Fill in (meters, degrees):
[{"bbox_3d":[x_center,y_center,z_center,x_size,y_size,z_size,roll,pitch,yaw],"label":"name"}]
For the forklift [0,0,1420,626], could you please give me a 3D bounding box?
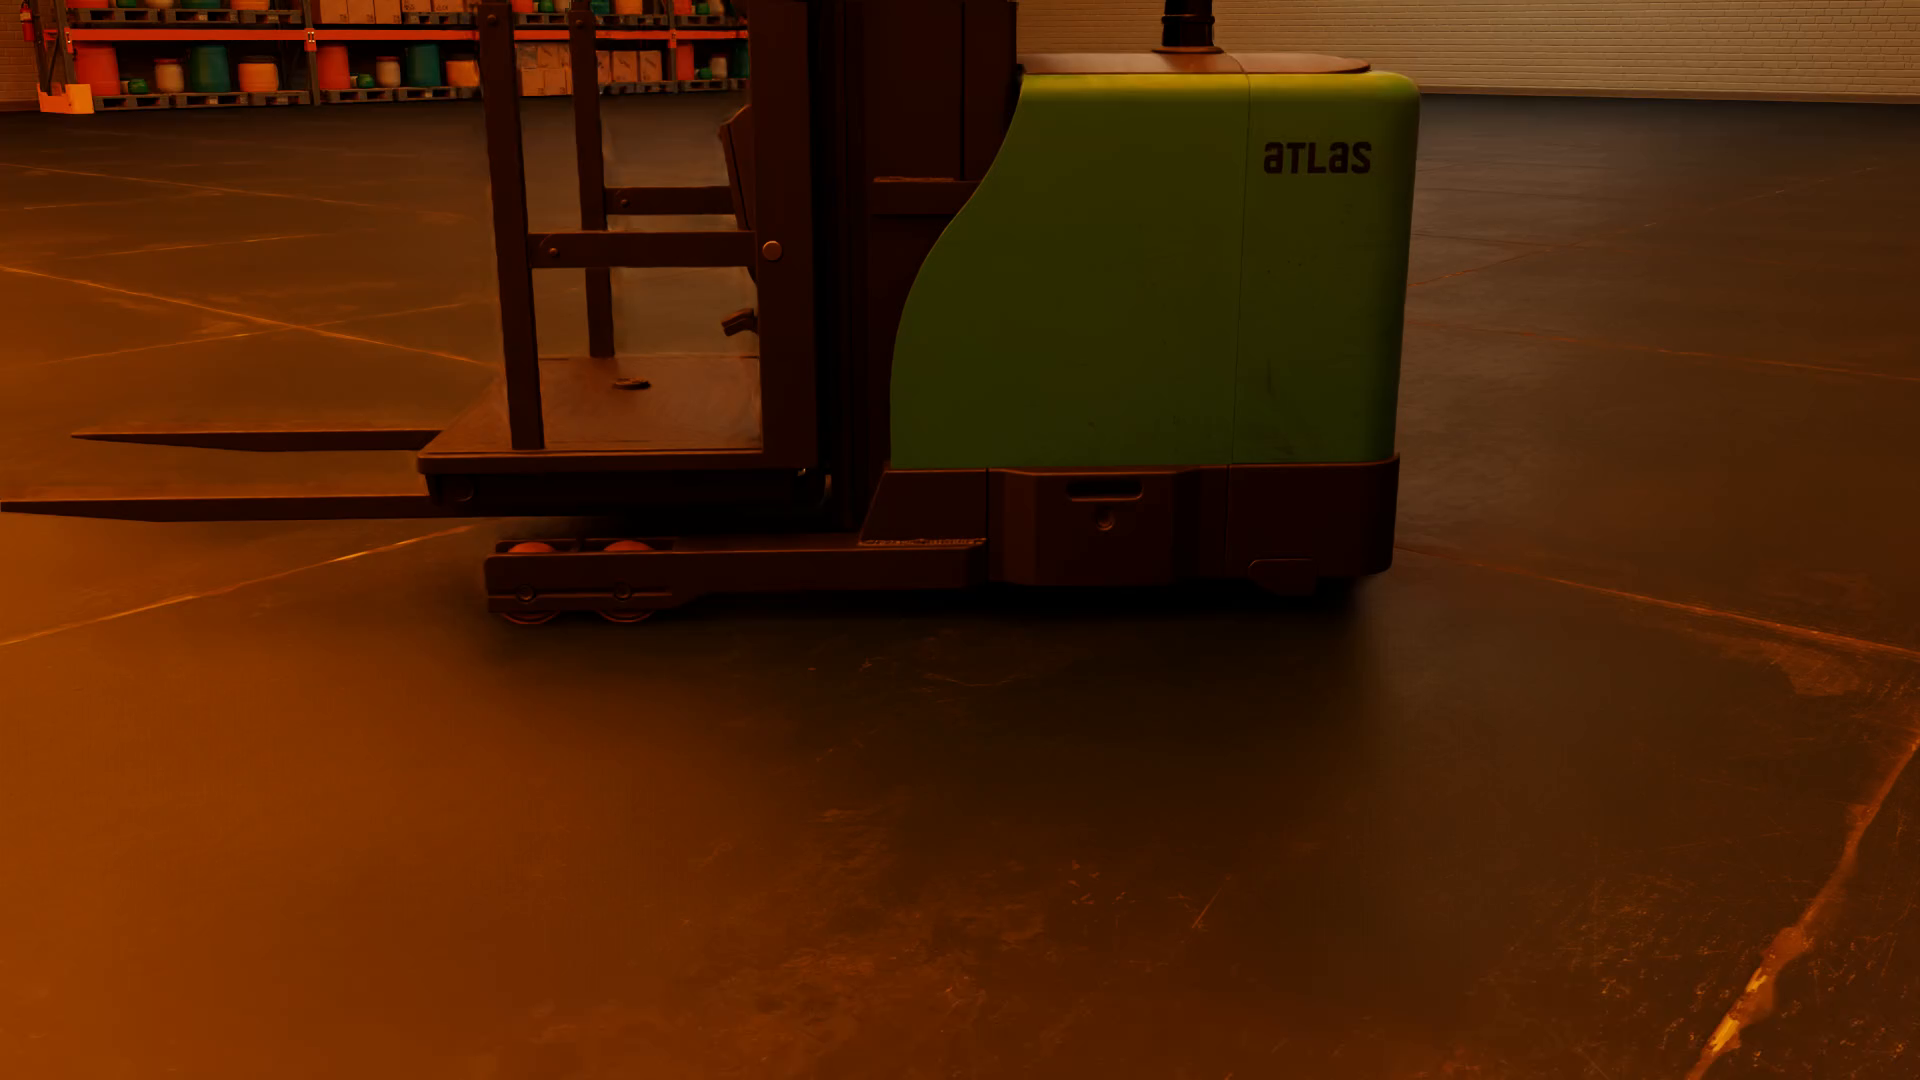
[{"bbox_3d":[-0.620,-1.387,3.465,3.031,2.935,1.130,-1,17,-3],"label":"forklift"}]
